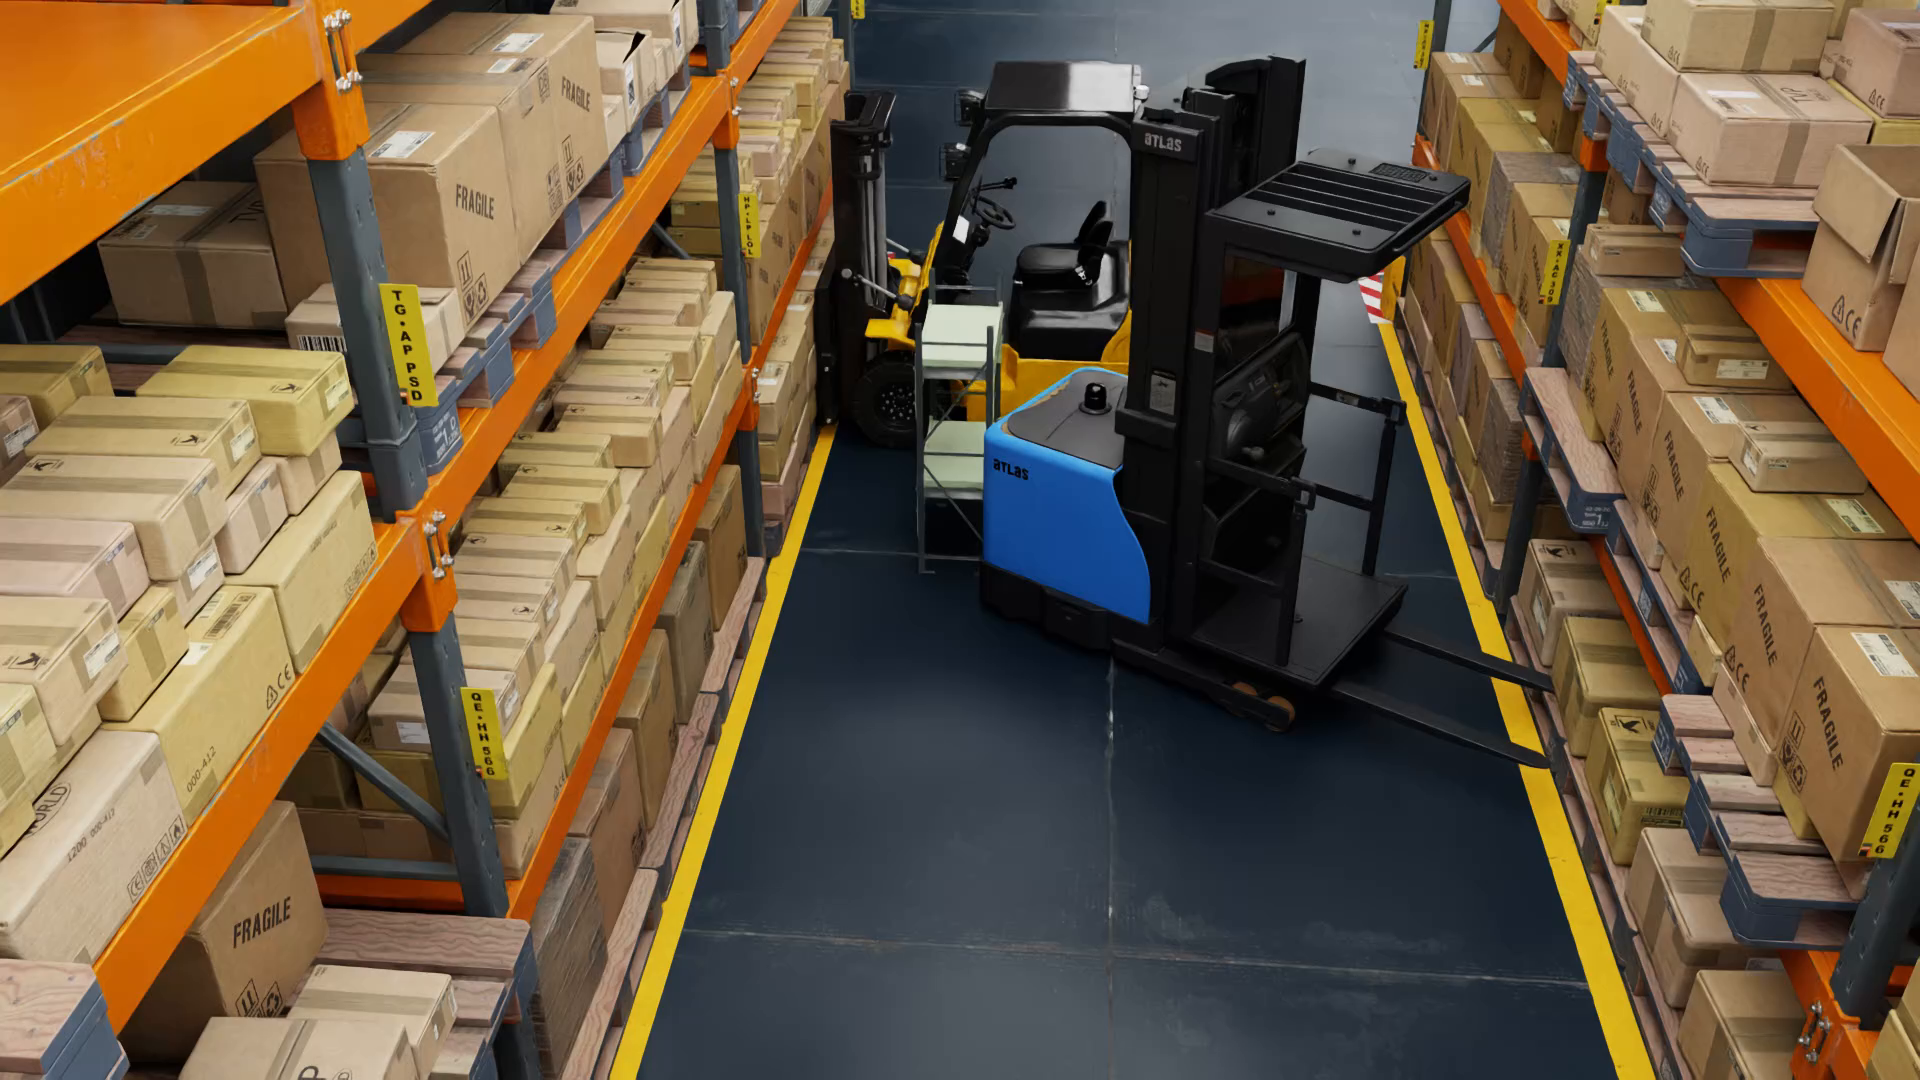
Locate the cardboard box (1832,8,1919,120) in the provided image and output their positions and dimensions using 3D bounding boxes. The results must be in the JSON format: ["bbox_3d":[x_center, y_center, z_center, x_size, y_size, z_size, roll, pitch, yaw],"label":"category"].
[{"bbox_3d":[3.392,-1.648,5.752,0.500,0.250,0.500,3,32,5],"label":"cardboard box"}]

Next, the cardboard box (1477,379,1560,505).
[{"bbox_3d":[3.154,-0.534,9.044,0.500,0.500,0.500,2,32,3],"label":"cardboard box"}]

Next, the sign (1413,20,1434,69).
[{"bbox_3d":[3.159,-3.369,11.313,0.100,0.325,0.005,2,32,4],"label":"sign"}]

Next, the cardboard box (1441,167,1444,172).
[{"bbox_3d":[3.290,-2.303,10.648,0.380,0.149,0.250,3,32,5],"label":"cardboard box"}]

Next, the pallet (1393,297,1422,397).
[{"bbox_3d":[3.592,-1.327,11.483,1.003,0.211,1.213,2,32,4],"label":"pallet"}]

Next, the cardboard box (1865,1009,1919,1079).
[{"bbox_3d":[2.757,1.515,4.356,0.500,0.250,0.500,2,32,3],"label":"cardboard box"}]

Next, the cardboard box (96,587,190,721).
[{"bbox_3d":[-1.753,0.211,3.232,0.380,0.149,0.250,2,32,4],"label":"cardboard box"}]

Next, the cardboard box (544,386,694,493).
[{"bbox_3d":[-1.441,-0.441,7.053,0.500,0.250,0.500,3,32,5],"label":"cardboard box"}]

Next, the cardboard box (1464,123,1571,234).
[{"bbox_3d":[3.272,-2.107,9.712,0.500,0.500,0.500,2,32,3],"label":"cardboard box"}]

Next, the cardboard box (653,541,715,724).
[{"bbox_3d":[-1.676,0.415,7.861,0.875,0.625,0.625,2,32,3],"label":"cardboard box"}]

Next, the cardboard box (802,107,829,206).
[{"bbox_3d":[-1.119,-2.423,10.507,0.500,0.500,0.500,2,32,3],"label":"cardboard box"}]

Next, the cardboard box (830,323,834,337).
[{"bbox_3d":[-1.093,-1.347,10.600,0.500,0.250,0.500,2,32,4],"label":"cardboard box"}]

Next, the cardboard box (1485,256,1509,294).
[{"bbox_3d":[3.176,-1.491,9.331,0.380,0.149,0.250,2,32,3],"label":"cardboard box"}]

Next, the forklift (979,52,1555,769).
[{"bbox_3d":[1.597,-0.642,7.778,3.031,2.935,1.130,21,37,30],"label":"forklift"}]

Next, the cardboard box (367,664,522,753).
[{"bbox_3d":[-1.580,0.523,5.109,0.380,0.149,0.250,3,32,5],"label":"cardboard box"}]

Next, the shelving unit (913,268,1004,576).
[{"bbox_3d":[0.001,-0.642,9.142,0.431,1.500,0.755,2,32,4],"label":"shelving unit"}]

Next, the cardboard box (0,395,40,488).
[{"bbox_3d":[-2.255,-0.202,3.619,0.380,0.149,0.250,3,32,4],"label":"cardboard box"}]

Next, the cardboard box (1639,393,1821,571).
[{"bbox_3d":[2.925,-0.212,6.236,0.500,0.500,0.500,1,32,2],"label":"cardboard box"}]

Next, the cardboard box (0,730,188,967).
[{"bbox_3d":[-1.780,0.586,3.005,0.500,0.250,0.500,2,32,4],"label":"cardboard box"}]

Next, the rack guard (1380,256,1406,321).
[{"bbox_3d":[3.693,-1.874,12.094,1.175,0.500,0.348,2,32,4],"label":"rack guard"}]

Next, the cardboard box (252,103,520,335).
[{"bbox_3d":[-1.598,-0.914,4.704,0.500,0.500,0.500,3,32,4],"label":"cardboard box"}]

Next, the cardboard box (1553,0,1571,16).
[{"bbox_3d":[3.182,-2.732,8.105,0.500,0.250,0.500,2,32,3],"label":"cardboard box"}]

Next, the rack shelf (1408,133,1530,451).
[{"bbox_3d":[3.537,-1.625,9.994,1.077,0.370,4.000,2,32,4],"label":"rack shelf"}]

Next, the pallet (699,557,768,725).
[{"bbox_3d":[-1.595,0.478,8.553,1.003,0.211,1.213,2,32,4],"label":"pallet"}]

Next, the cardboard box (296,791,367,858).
[{"bbox_3d":[-2.118,0.814,5.494,0.500,0.250,0.500,2,32,3],"label":"cardboard box"}]

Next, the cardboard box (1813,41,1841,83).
[{"bbox_3d":[3.424,-1.702,6.316,0.500,0.250,0.500,3,32,5],"label":"cardboard box"}]

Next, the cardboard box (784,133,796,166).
[{"bbox_3d":[-1.153,-2.238,9.589,0.380,0.149,0.250,1,32,2],"label":"cardboard box"}]

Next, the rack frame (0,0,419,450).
[{"bbox_3d":[-1.899,-1.558,3.482,1.000,3.000,0.127,2,32,4],"label":"rack frame"}]

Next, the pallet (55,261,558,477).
[{"bbox_3d":[-1.933,-0.560,4.900,1.213,0.211,1.003,4,32,6],"label":"pallet"}]

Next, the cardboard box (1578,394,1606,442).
[{"bbox_3d":[2.985,-0.552,7.406,0.380,0.149,0.250,3,32,5],"label":"cardboard box"}]

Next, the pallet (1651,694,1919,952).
[{"bbox_3d":[3.000,0.910,5.377,1.213,0.211,1.003,2,32,4],"label":"pallet"}]

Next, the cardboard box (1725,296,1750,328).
[{"bbox_3d":[3.526,-0.723,7.066,0.500,0.500,0.500,3,32,4],"label":"cardboard box"}]

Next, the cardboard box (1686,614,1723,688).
[{"bbox_3d":[2.803,0.400,5.862,0.380,0.149,0.250,3,32,5],"label":"cardboard box"}]

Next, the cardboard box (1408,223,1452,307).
[{"bbox_3d":[3.357,-1.883,11.232,0.500,0.500,0.500,1,32,2],"label":"cardboard box"}]

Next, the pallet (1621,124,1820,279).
[{"bbox_3d":[3.136,-1.222,5.974,1.213,0.211,1.003,2,32,4],"label":"pallet"}]

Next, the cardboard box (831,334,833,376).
[{"bbox_3d":[-1.091,-1.143,10.747,0.500,0.250,0.500,3,32,6],"label":"cardboard box"}]

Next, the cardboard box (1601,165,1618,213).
[{"bbox_3d":[3.689,-1.968,8.532,0.700,0.500,0.500,3,32,4],"label":"cardboard box"}]

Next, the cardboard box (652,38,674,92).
[{"bbox_3d":[-1.361,-1.899,6.638,0.380,0.149,0.250,2,32,4],"label":"cardboard box"}]

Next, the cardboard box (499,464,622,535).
[{"bbox_3d":[-1.485,-0.152,6.205,0.380,0.149,0.250,3,32,5],"label":"cardboard box"}]

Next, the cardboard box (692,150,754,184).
[{"bbox_3d":[-1.309,-1.970,8.870,0.380,0.149,0.250,2,32,3],"label":"cardboard box"}]

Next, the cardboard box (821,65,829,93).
[{"bbox_3d":[-1.070,-3.045,10.899,0.380,0.149,0.250,3,32,5],"label":"cardboard box"}]

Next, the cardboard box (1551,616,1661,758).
[{"bbox_3d":[3.278,0.704,7.632,0.950,0.372,0.625,4,32,7],"label":"cardboard box"}]

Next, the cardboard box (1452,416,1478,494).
[{"bbox_3d":[3.187,-0.494,9.693,0.500,0.250,0.500,2,32,3],"label":"cardboard box"}]

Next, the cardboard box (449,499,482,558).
[{"bbox_3d":[-2.056,0.071,6.223,0.500,0.250,0.500,2,32,4],"label":"cardboard box"}]

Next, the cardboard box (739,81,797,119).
[{"bbox_3d":[-1.186,-2.634,9.949,0.380,0.149,0.250,3,32,5],"label":"cardboard box"}]

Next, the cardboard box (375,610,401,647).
[{"bbox_3d":[-2.083,0.224,5.594,0.380,0.149,0.250,2,32,4],"label":"cardboard box"}]

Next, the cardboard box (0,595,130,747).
[{"bbox_3d":[-1.720,0.225,2.926,0.380,0.149,0.250,2,32,3],"label":"cardboard box"}]

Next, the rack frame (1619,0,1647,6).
[{"bbox_3d":[3.374,-3.440,6.535,1.000,3.000,0.127,2,32,4],"label":"rack frame"}]

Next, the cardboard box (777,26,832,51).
[{"bbox_3d":[-1.056,-3.306,11.039,0.380,0.149,0.250,3,32,4],"label":"cardboard box"}]

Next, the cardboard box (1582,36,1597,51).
[{"bbox_3d":[3.095,-2.234,7.677,0.380,0.149,0.250,3,32,4],"label":"cardboard box"}]

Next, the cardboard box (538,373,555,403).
[{"bbox_3d":[-1.957,-0.708,7.106,0.380,0.149,0.250,2,32,4],"label":"cardboard box"}]

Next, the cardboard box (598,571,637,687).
[{"bbox_3d":[-1.539,0.305,6.318,0.500,0.250,0.500,1,32,2],"label":"cardboard box"}]

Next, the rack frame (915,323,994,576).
[{"bbox_3d":[-0.029,-0.451,8.832,0.400,1.500,0.023,2,32,4],"label":"rack frame"}]

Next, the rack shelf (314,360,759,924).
[{"bbox_3d":[-1.737,0.256,6.941,1.077,0.370,4.000,2,32,4],"label":"rack shelf"}]

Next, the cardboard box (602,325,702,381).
[{"bbox_3d":[-1.345,-0.822,7.291,0.380,0.149,0.250,2,32,2],"label":"cardboard box"}]

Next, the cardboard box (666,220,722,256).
[{"bbox_3d":[-1.286,-1.570,8.505,0.380,0.149,0.250,2,32,3],"label":"cardboard box"}]

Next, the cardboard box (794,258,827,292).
[{"bbox_3d":[-1.090,-1.571,10.488,0.500,0.250,0.500,2,32,3],"label":"cardboard box"}]

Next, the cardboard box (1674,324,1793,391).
[{"bbox_3d":[2.997,-0.707,6.421,0.380,0.149,0.250,4,32,7],"label":"cardboard box"}]
